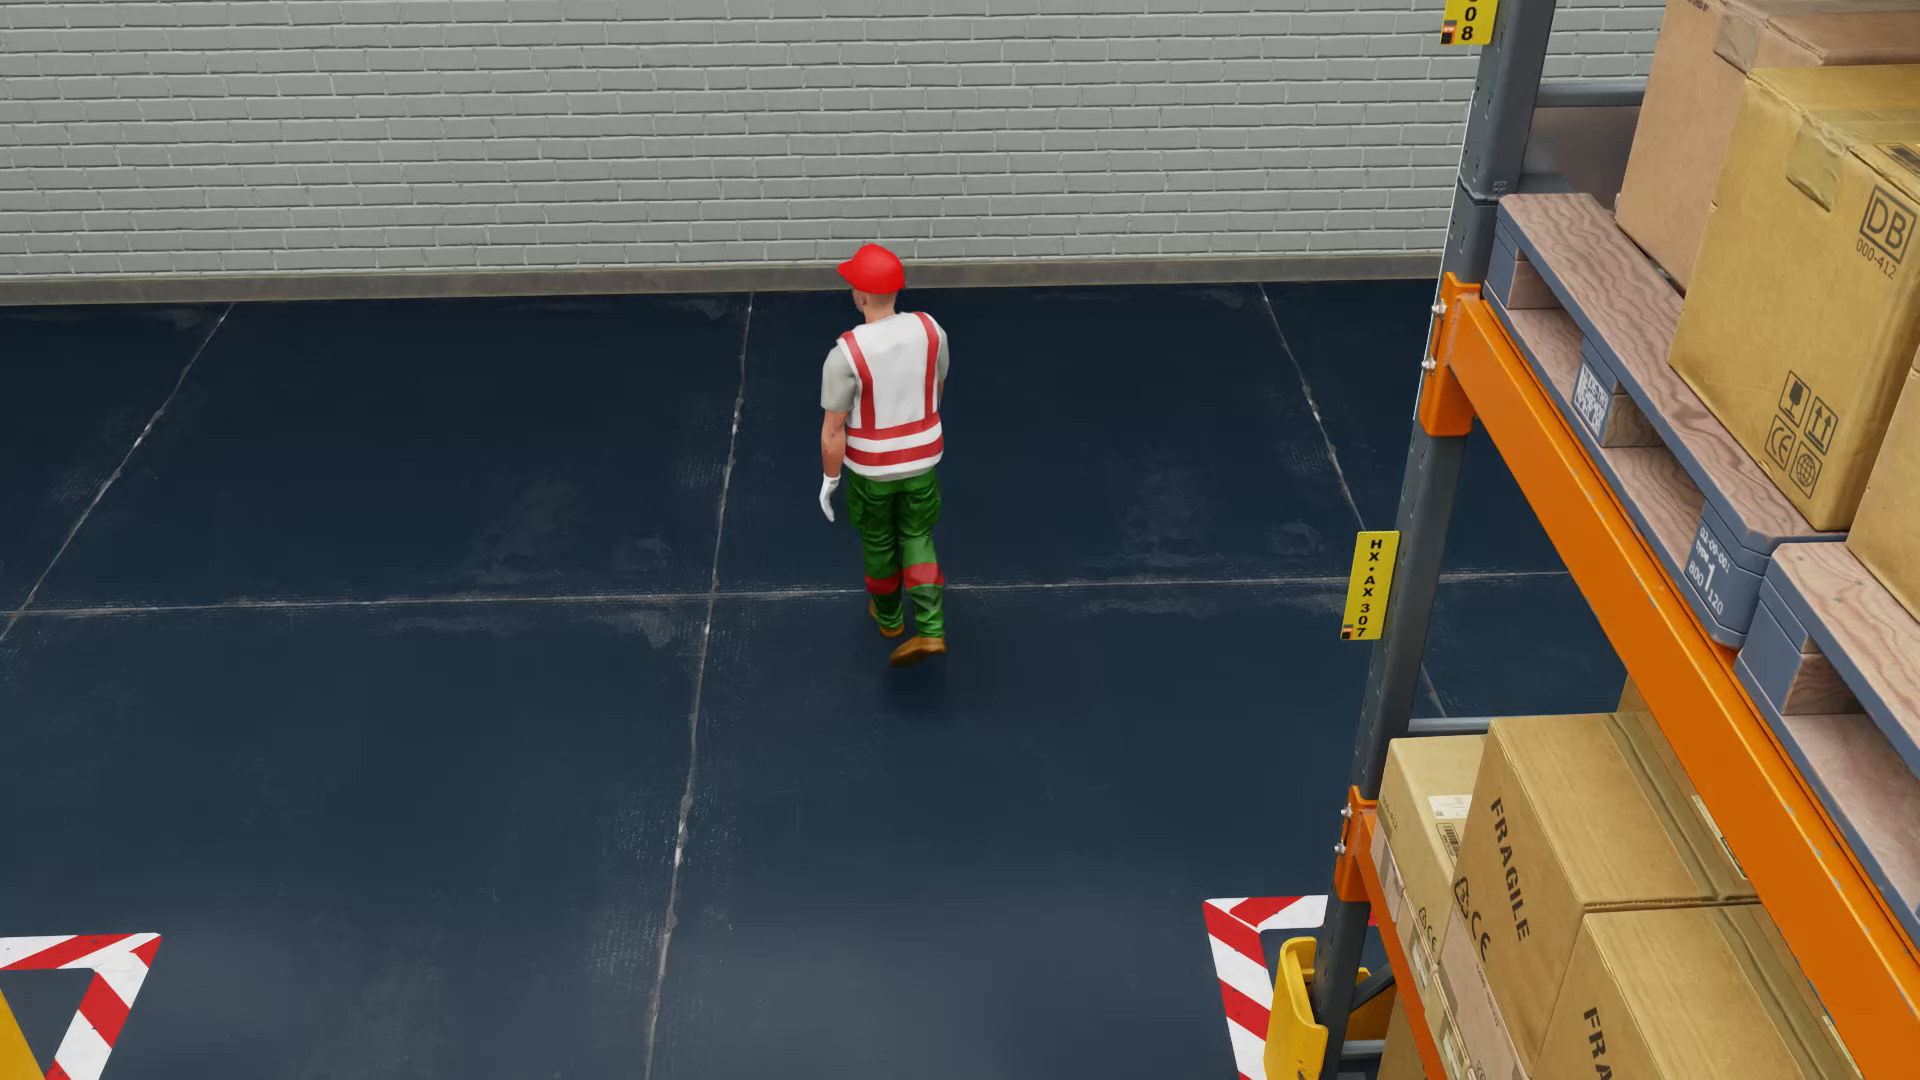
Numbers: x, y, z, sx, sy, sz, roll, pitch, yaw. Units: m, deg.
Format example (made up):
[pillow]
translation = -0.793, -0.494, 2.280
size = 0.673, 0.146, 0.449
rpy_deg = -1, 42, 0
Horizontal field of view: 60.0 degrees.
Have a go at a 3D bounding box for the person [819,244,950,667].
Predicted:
[person]
translation = -0.286, -0.275, 6.512
size = 0.561, 1.784, 0.716
rpy_deg = -11, 36, -15
